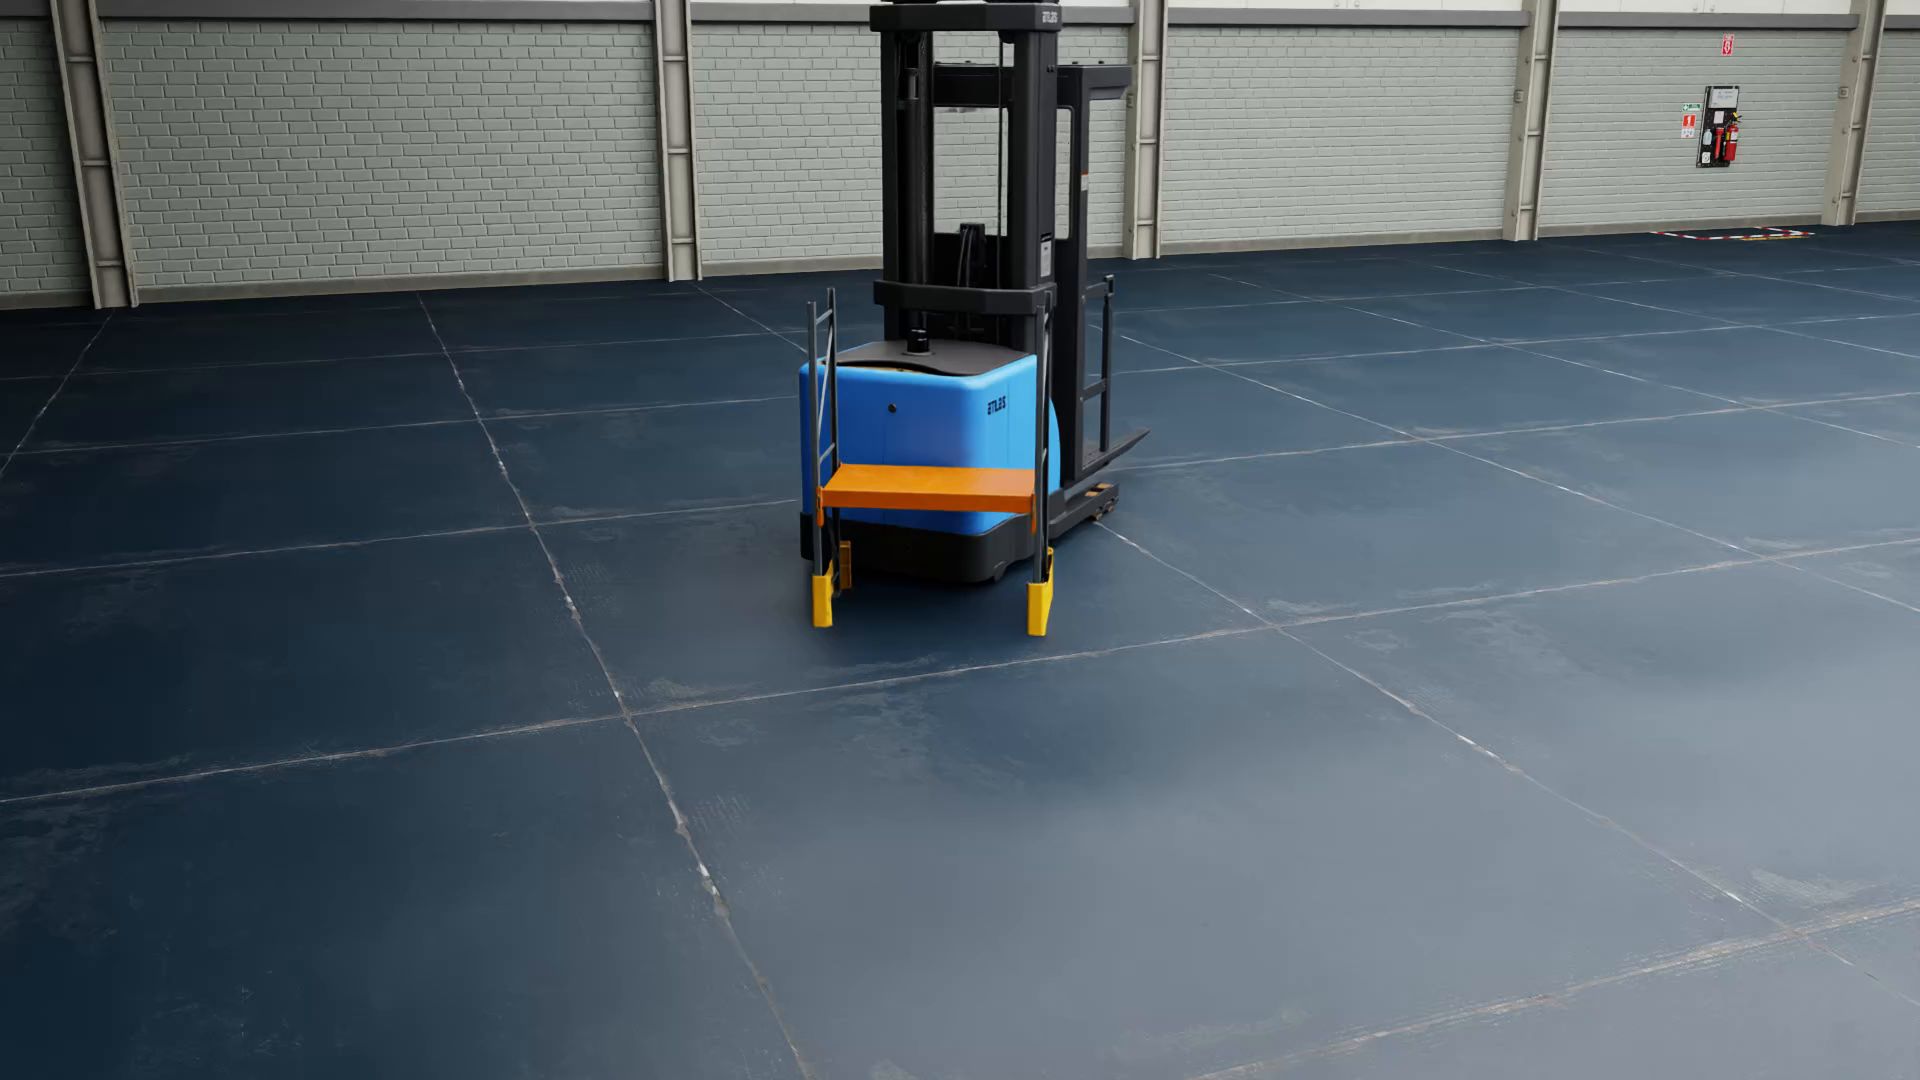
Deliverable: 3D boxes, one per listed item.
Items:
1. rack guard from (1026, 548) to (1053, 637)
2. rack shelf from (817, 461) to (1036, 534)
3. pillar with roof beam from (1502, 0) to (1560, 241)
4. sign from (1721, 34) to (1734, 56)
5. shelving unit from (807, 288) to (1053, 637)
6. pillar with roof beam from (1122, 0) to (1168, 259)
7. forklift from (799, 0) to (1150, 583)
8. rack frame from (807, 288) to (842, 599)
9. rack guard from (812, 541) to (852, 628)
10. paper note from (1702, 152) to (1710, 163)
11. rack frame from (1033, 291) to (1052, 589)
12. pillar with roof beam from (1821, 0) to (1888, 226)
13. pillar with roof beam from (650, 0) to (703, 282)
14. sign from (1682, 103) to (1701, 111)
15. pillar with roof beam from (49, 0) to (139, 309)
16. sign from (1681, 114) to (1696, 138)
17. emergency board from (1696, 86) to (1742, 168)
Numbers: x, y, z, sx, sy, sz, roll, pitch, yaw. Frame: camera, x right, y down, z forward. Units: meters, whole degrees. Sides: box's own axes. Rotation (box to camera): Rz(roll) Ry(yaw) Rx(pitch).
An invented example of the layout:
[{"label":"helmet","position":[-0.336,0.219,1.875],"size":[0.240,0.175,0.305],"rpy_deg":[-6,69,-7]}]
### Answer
[{"label":"rack guard","position":[0.378,0.238,7.843],"size":[0.087,0.250,0.587],"rpy_deg":[2,16,6]},{"label":"rack shelf","position":[-0.125,-0.206,7.775],"size":[1.000,0.185,0.538],"rpy_deg":[2,16,6]},{"label":"pillar with roof beam","position":[9.492,-7.460,18.529],"size":[0.400,9.000,9.100],"rpy_deg":[-6,17,-20]},{"label":"sign","position":[11.190,-7.217,24.237],"size":[0.199,0.298,0.001],"rpy_deg":[-6,17,-20]},{"label":"shelving unit","position":[-0.116,-0.378,7.723],"size":[1.083,1.500,0.587],"rpy_deg":[2,16,6]},{"label":"pillar with roof beam","position":[3.889,-6.855,16.469],"size":[0.400,9.000,9.100],"rpy_deg":[-6,17,-20]},{"label":"forklift","position":[0.271,-1.566,9.229],"size":[1.130,2.935,3.031],"rpy_deg":[8,18,24]},{"label":"rack frame","position":[-0.630,-0.395,7.781],"size":[0.032,1.500,0.500],"rpy_deg":[2,16,6]},{"label":"rack guard","position":[-0.611,0.205,7.955],"size":[0.087,0.250,0.587],"rpy_deg":[2,16,6]},{"label":"paper note","position":[11.043,-5.657,24.603],"size":[0.142,0.148,0.016],"rpy_deg":[-6,17,-20]},{"label":"rack frame","position":[0.379,-0.361,7.667],"size":[0.032,1.500,0.500],"rpy_deg":[2,16,6]},{"label":"pillar with roof beam","position":[15.095,-8.064,20.589],"size":[0.400,9.000,9.100],"rpy_deg":[-6,17,-20]},{"label":"pillar with roof beam","position":[-1.713,-6.250,14.409],"size":[0.400,9.000,9.100],"rpy_deg":[-6,17,-20]},{"label":"sign","position":[10.687,-6.320,24.294],"size":[0.331,0.109,0.001],"rpy_deg":[-6,17,-20]},{"label":"pillar with roof beam","position":[-7.316,-5.645,12.349],"size":[0.400,9.000,9.100],"rpy_deg":[-6,17,-20]},{"label":"sign","position":[10.680,-6.068,24.375],"size":[0.234,0.329,0.001],"rpy_deg":[-6,17,-20]},{"label":"emergency board","position":[11.233,-6.080,24.477],"size":[0.643,1.169,0.194],"rpy_deg":[-6,17,-20]}]
